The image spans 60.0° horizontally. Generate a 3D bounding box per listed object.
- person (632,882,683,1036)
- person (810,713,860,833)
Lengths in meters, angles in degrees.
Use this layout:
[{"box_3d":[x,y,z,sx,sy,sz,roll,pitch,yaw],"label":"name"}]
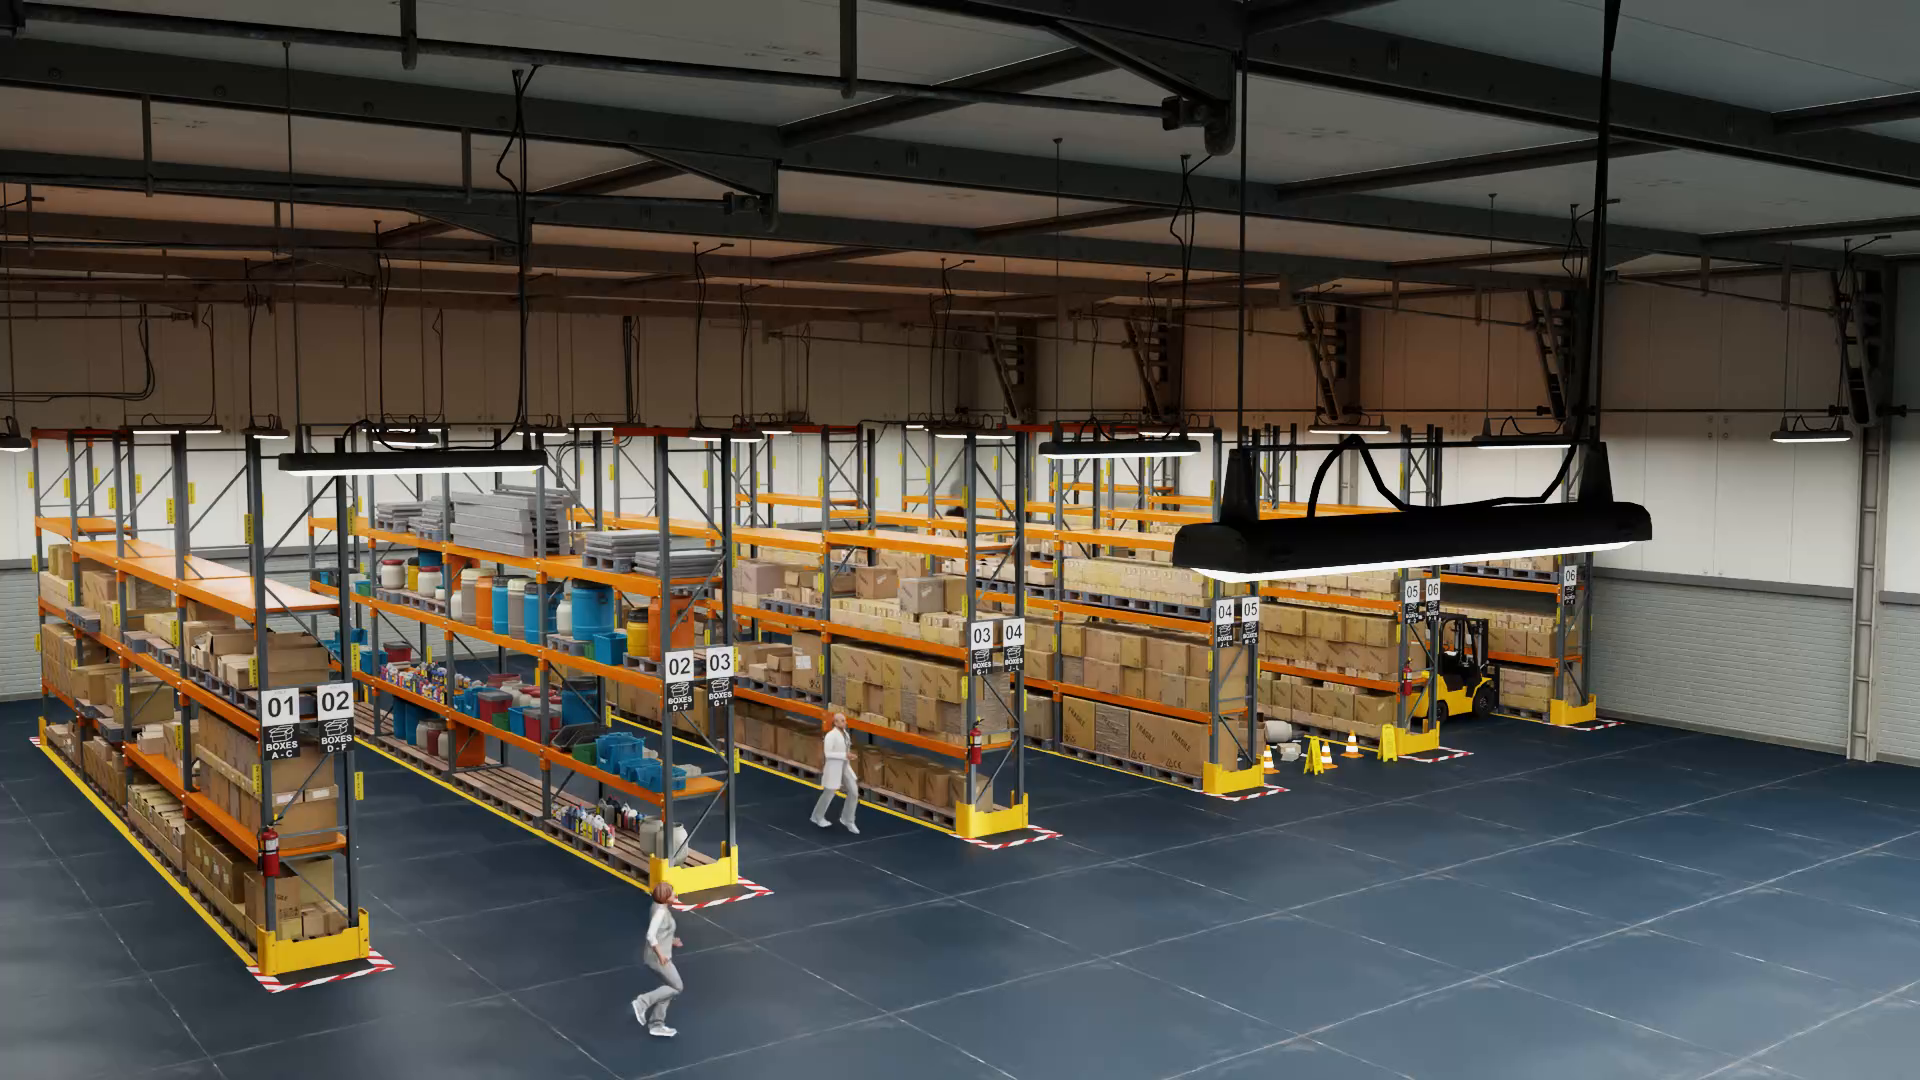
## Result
[{"box_3d":[-3.060,4.241,16.834,0.532,1.558,0.552,-1,5,-17],"label":"person"},{"box_3d":[-1.842,3.496,24.918,0.876,1.832,0.640,3,5,35],"label":"person"}]
